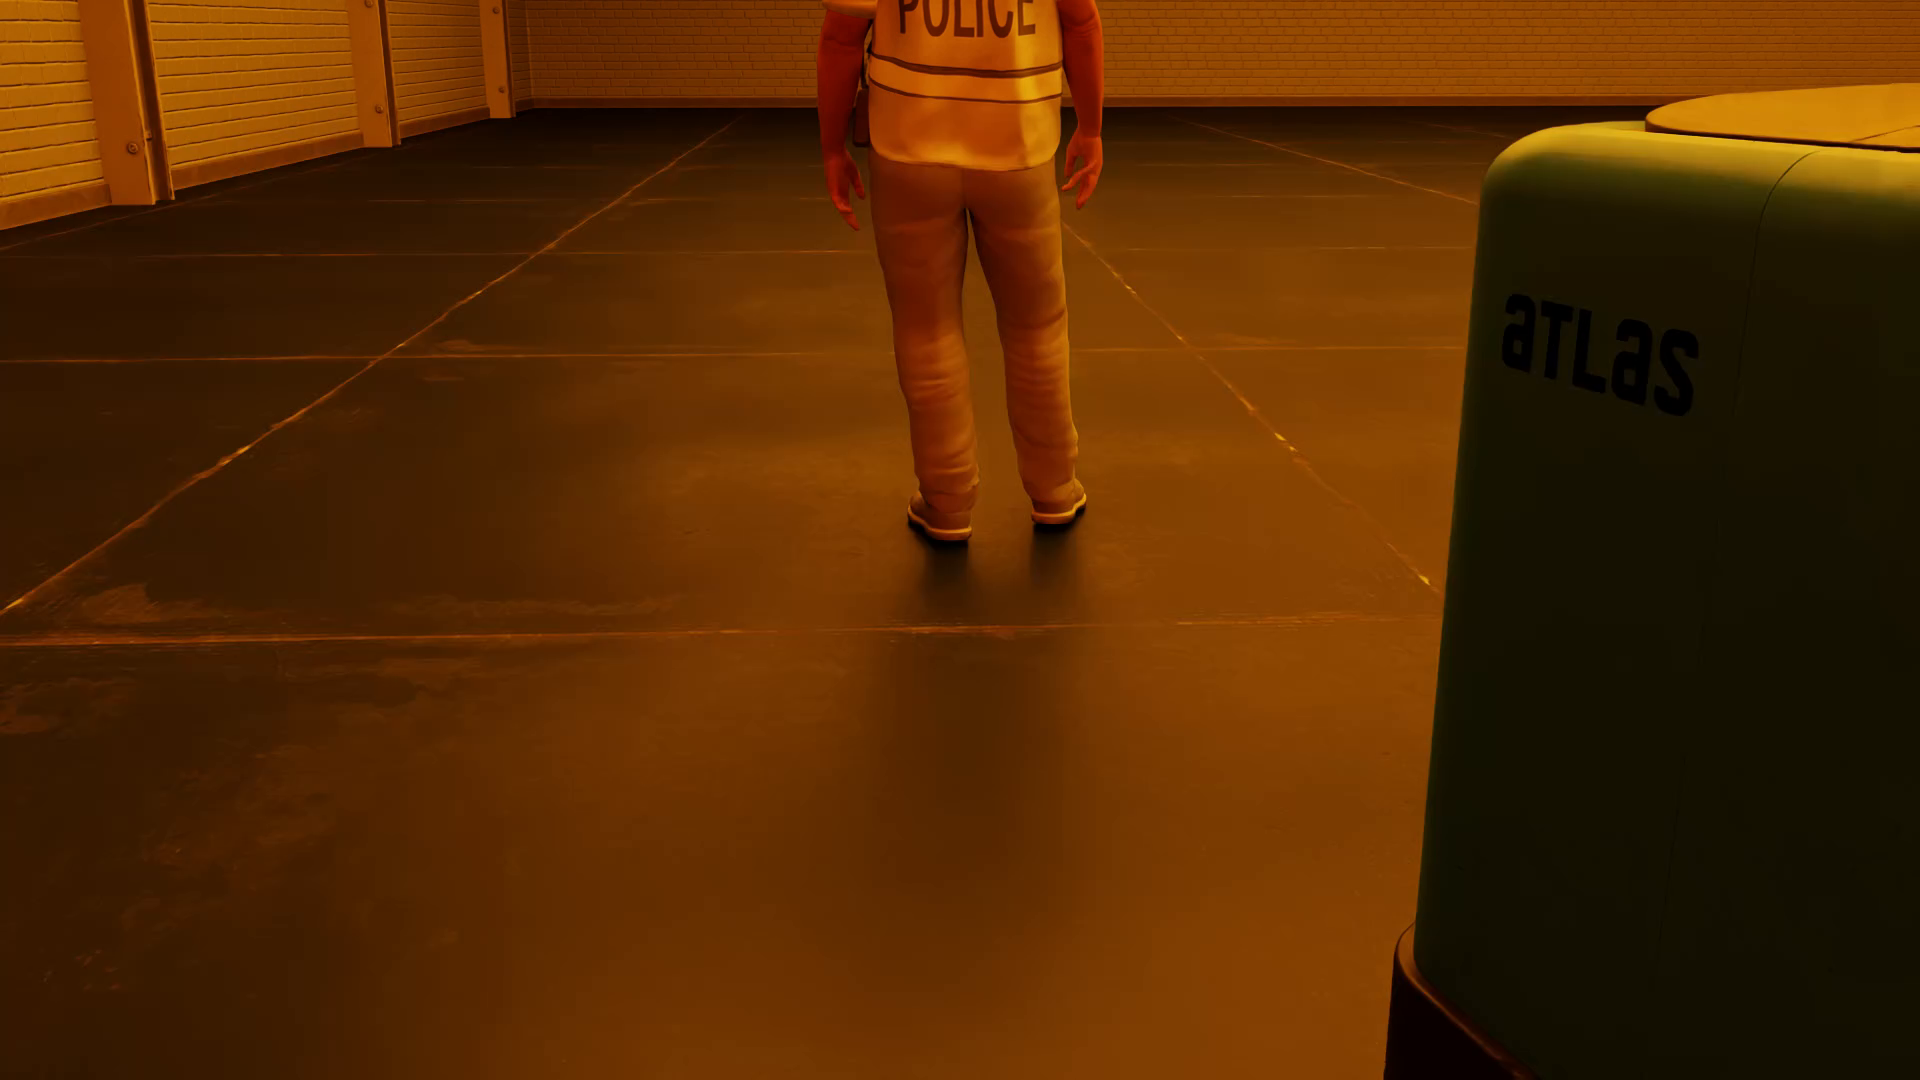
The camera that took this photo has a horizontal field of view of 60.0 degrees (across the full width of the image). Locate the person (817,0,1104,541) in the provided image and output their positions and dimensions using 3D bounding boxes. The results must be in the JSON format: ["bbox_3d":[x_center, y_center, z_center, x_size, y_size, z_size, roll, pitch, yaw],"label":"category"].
[{"bbox_3d":[0.007,-0.883,3.730,0.641,1.780,0.574,-1,17,-3],"label":"person"}]
